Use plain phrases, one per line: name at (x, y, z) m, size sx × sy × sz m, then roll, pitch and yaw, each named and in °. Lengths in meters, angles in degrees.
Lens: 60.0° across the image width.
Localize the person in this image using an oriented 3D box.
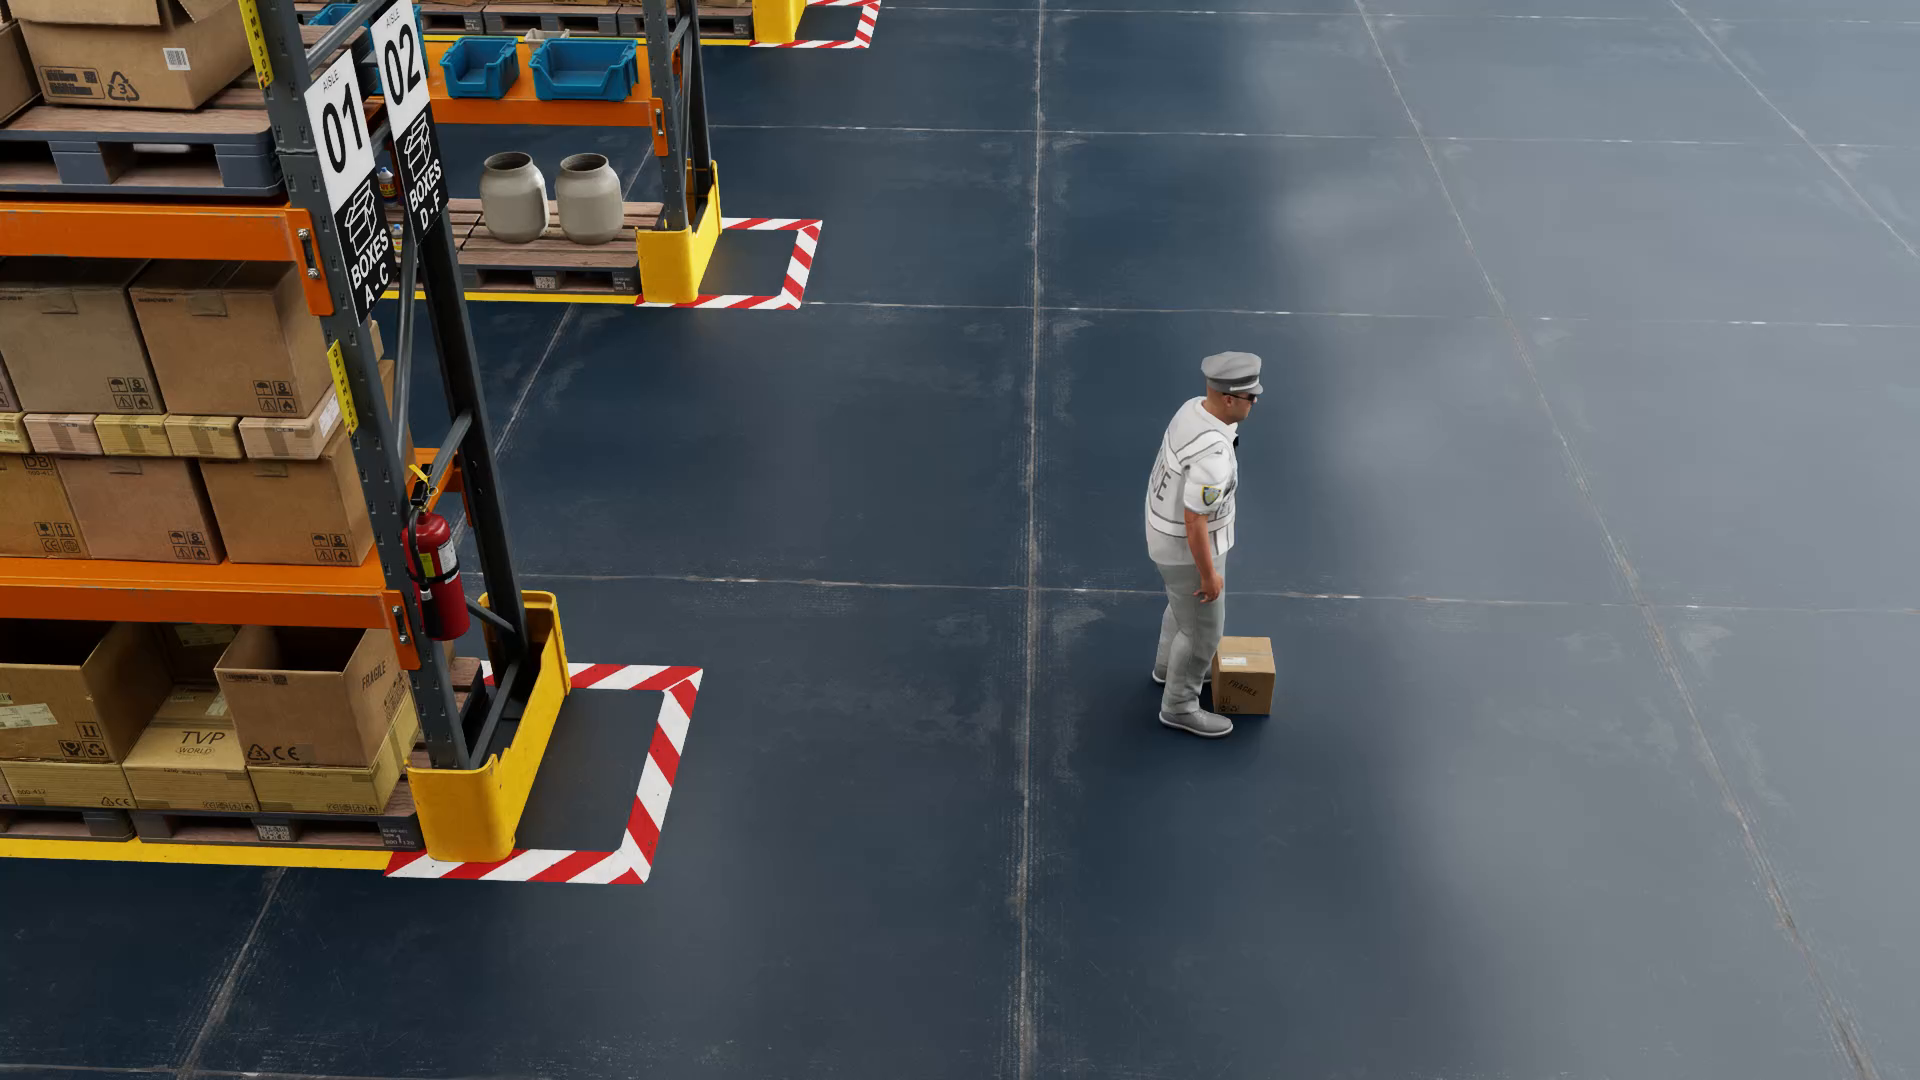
person at (1.007, 0.004, 7.107) m, size 0.439 × 1.745 × 0.586 m, roll 2°, pitch 35°, yaw 2°
